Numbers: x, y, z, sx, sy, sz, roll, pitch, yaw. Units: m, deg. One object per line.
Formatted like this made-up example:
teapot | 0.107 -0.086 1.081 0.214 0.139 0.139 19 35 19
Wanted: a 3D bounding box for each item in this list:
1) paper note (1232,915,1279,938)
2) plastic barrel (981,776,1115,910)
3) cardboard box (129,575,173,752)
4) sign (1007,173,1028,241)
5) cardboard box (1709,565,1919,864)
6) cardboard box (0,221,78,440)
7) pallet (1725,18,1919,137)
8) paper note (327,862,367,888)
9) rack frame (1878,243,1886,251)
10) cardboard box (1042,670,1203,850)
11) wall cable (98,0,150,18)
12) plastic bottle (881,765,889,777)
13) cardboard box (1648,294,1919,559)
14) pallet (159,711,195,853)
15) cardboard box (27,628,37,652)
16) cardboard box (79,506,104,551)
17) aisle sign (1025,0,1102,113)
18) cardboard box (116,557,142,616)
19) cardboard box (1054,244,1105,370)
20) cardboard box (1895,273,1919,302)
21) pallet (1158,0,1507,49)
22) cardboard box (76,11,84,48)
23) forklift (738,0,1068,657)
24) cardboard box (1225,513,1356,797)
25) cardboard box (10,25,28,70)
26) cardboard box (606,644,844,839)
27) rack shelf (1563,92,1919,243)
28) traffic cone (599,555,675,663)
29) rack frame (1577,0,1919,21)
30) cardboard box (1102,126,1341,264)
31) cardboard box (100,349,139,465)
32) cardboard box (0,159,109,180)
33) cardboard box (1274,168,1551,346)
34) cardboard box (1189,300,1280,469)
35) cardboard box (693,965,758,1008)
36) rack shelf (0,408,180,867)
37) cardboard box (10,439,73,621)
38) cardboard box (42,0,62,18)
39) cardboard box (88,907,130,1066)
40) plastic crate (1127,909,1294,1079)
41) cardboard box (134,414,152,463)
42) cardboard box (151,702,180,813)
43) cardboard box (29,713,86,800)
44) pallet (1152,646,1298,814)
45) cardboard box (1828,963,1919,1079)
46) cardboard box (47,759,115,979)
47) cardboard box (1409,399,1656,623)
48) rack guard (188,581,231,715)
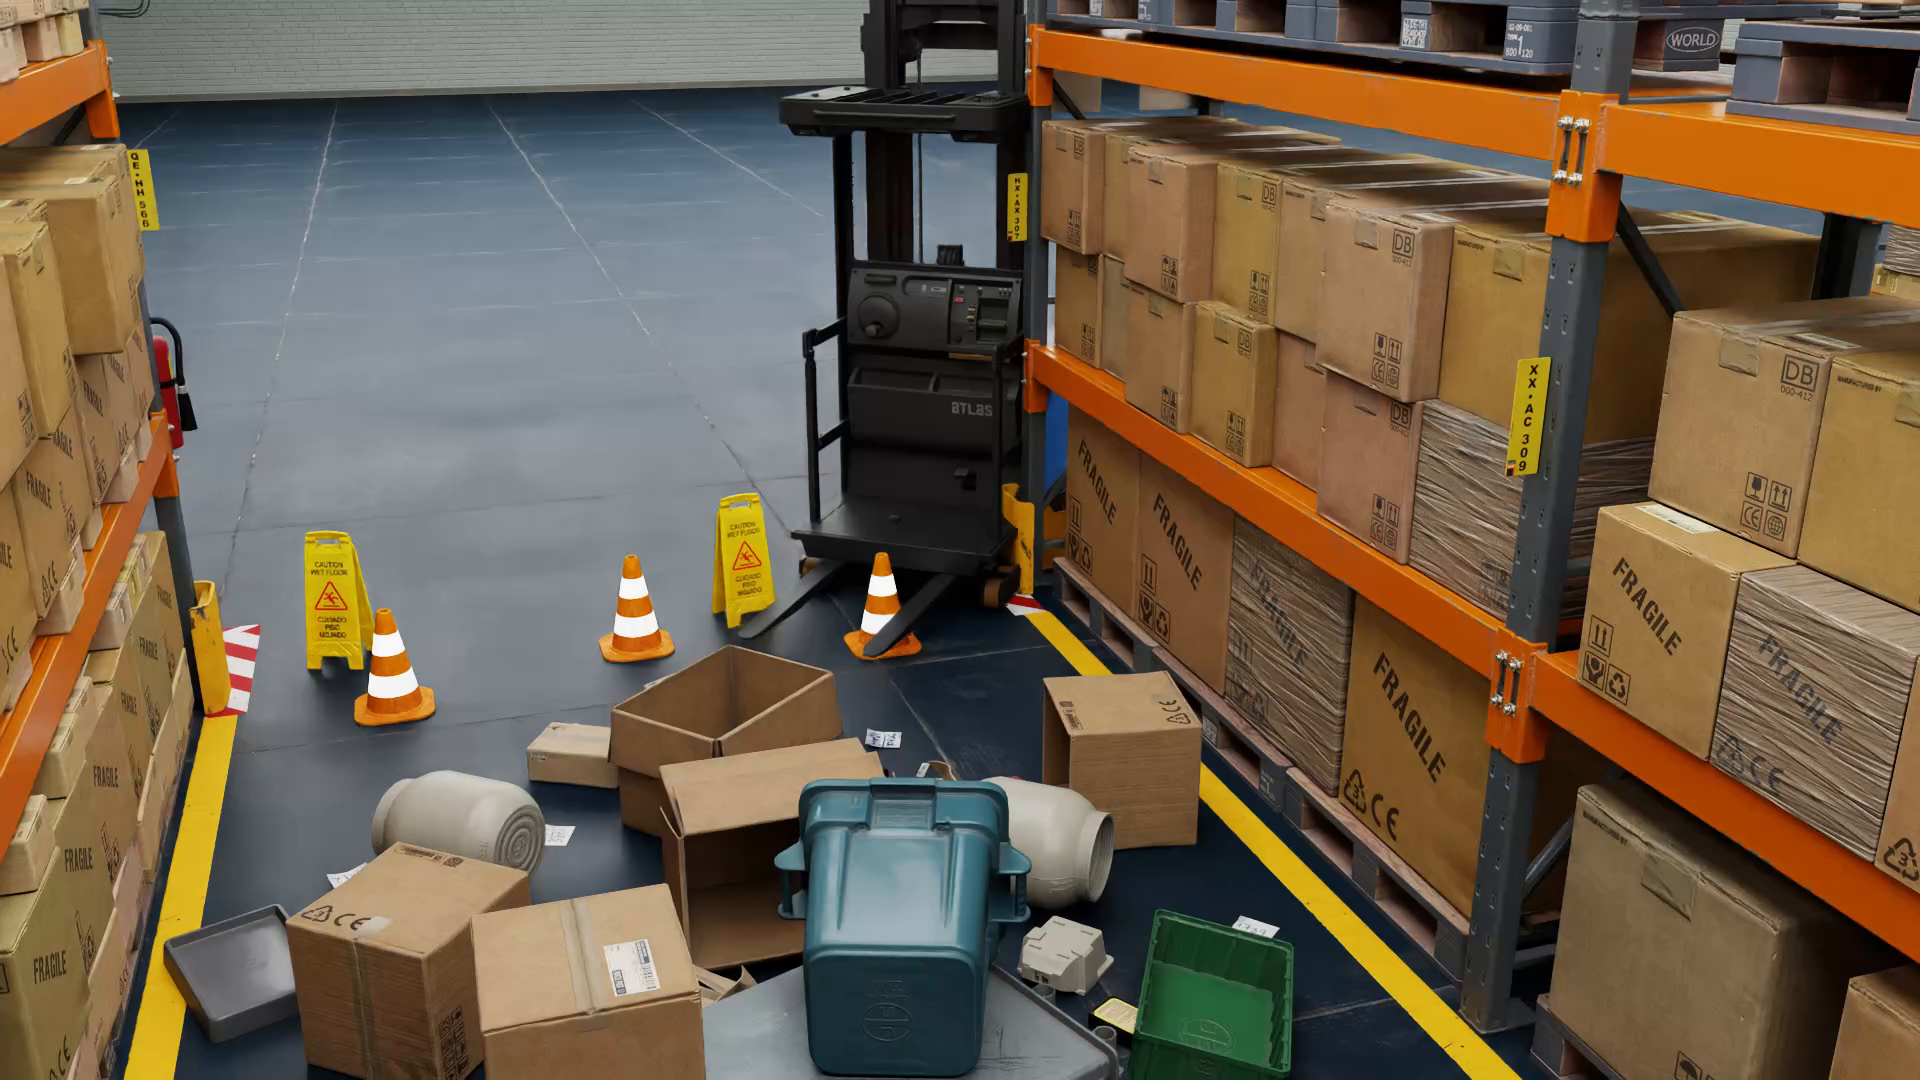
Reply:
paper note | 0.994 1.330 5.667 0.142 0.020 0.147 12 23 30
plastic barrel | 0.252 1.064 5.827 0.512 0.421 0.421 8 21 20
cardboard box | -3.193 0.468 6.014 0.500 0.500 0.500 -6 21 -15
sign | 0.279 -1.618 8.087 0.100 0.325 0.005 -6 21 -17
cardboard box | 2.134 0.365 3.815 0.500 0.500 0.500 -6 21 -17
cardboard box | -2.806 -0.541 4.418 0.700 0.500 0.500 -7 21 -18
pallet | 2.400 -0.980 3.553 0.805 0.209 1.217 -7 21 -19
paper note | -2.182 1.217 5.982 0.142 0.019 0.148 -15 25 -36
rack frame | 5.548 -1.725 9.783 1.000 3.000 0.127 -6 21 -17
cardboard box | 0.603 0.839 6.337 0.500 0.500 0.500 -3 20 -8
wall cable | -18.307 -11.900 33.828 3.097 2.526 0.112 -6 21 -17
plastic bottle | -0.383 0.939 6.713 0.133 0.061 0.283 -15 25 -36
cardboard box | 2.227 -0.306 4.204 0.700 0.500 0.500 -7 21 -18
pallet | -3.614 0.929 6.518 1.003 0.211 1.213 -6 21 -17
cardboard box | -2.796 0.271 4.595 0.380 0.149 0.250 -6 21 -17
cardboard box | -3.070 -0.054 5.501 0.380 0.149 0.250 -7 21 -18
aisle sign | 0.501 -2.445 7.941 0.394 0.787 0.004 -6 21 -17
cardboard box | -3.105 0.187 5.836 0.380 0.149 0.250 -6 21 -16
cardboard box | 0.968 -1.187 8.062 0.875 0.550 0.550 -6 21 -17
cardboard box | 5.472 -1.408 9.271 0.380 0.149 0.250 -6 21 -17
pallet | 1.438 -1.972 6.162 1.003 0.211 1.213 -6 21 -17
cardboard box | -3.482 -1.881 6.151 0.380 0.149 0.250 -6 21 -17
forklift | -0.201 -1.178 8.359 1.130 2.935 3.031 7 21 18
cardboard box | 1.647 0.357 6.507 0.875 0.875 0.875 -6 21 -17
cardboard box | -3.181 -1.553 5.236 0.380 0.149 0.250 -7 21 -18
cardboard box | -0.904 0.797 6.453 0.637 0.503 0.797 12 23 30
rack shelf | 2.694 -0.378 2.660 1.077 0.370 4.000 -6 21 -17
traffic cone | -1.553 0.295 7.910 0.336 0.463 0.334 -6 21 -17
rack frame | 2.065 -2.771 3.818 1.000 3.000 0.127 -6 21 -17
cardboard box | 1.148 -1.520 7.391 0.875 0.550 0.550 -6 21 -17
cardboard box | -3.274 -0.553 5.932 0.500 0.500 0.500 -6 21 -17
cardboard box | -3.340 -1.026 5.769 0.700 0.500 0.500 -6 21 -17
cardboard box | 1.659 -1.000 5.944 0.875 0.550 0.550 -6 21 -17
cardboard box | 1.424 -0.654 6.579 0.875 0.550 0.500 -6 21 -17
cardboard box | -0.821 1.408 5.102 0.396 0.266 0.258 12 23 30
rack shelf | -3.231 0.308 5.186 1.077 0.370 4.000 -6 21 -17
cardboard box | -2.801 -0.068 4.580 0.500 0.500 0.500 -7 21 -18
cardboard box | -3.299 -1.855 5.488 0.500 0.250 0.500 -7 21 -18
cardboard box | -2.710 1.320 4.752 0.500 0.250 0.500 -5 20 -14
plastic crate | 0.767 1.433 5.065 0.450 0.188 0.662 13 22 7
cardboard box | -3.354 -0.387 6.429 0.380 0.149 0.250 -7 21 -18
cardboard box | -3.195 0.822 6.137 0.500 0.250 0.500 -6 21 -17
cardboard box | -2.677 0.620 4.630 0.380 0.149 0.250 -6 20 -15
pallet | 1.513 0.721 7.098 1.003 0.211 1.213 -6 21 -17
cardboard box | 2.645 1.414 3.750 1.050 0.750 0.750 -6 21 -17
cardboard box | -2.711 0.966 4.626 0.500 0.500 0.500 -6 20 -15
cardboard box | 1.938 -0.135 5.133 0.875 0.550 0.550 -6 21 -17
rack guard | -3.835 0.528 7.206 1.175 0.500 0.348 -6 21 -17
